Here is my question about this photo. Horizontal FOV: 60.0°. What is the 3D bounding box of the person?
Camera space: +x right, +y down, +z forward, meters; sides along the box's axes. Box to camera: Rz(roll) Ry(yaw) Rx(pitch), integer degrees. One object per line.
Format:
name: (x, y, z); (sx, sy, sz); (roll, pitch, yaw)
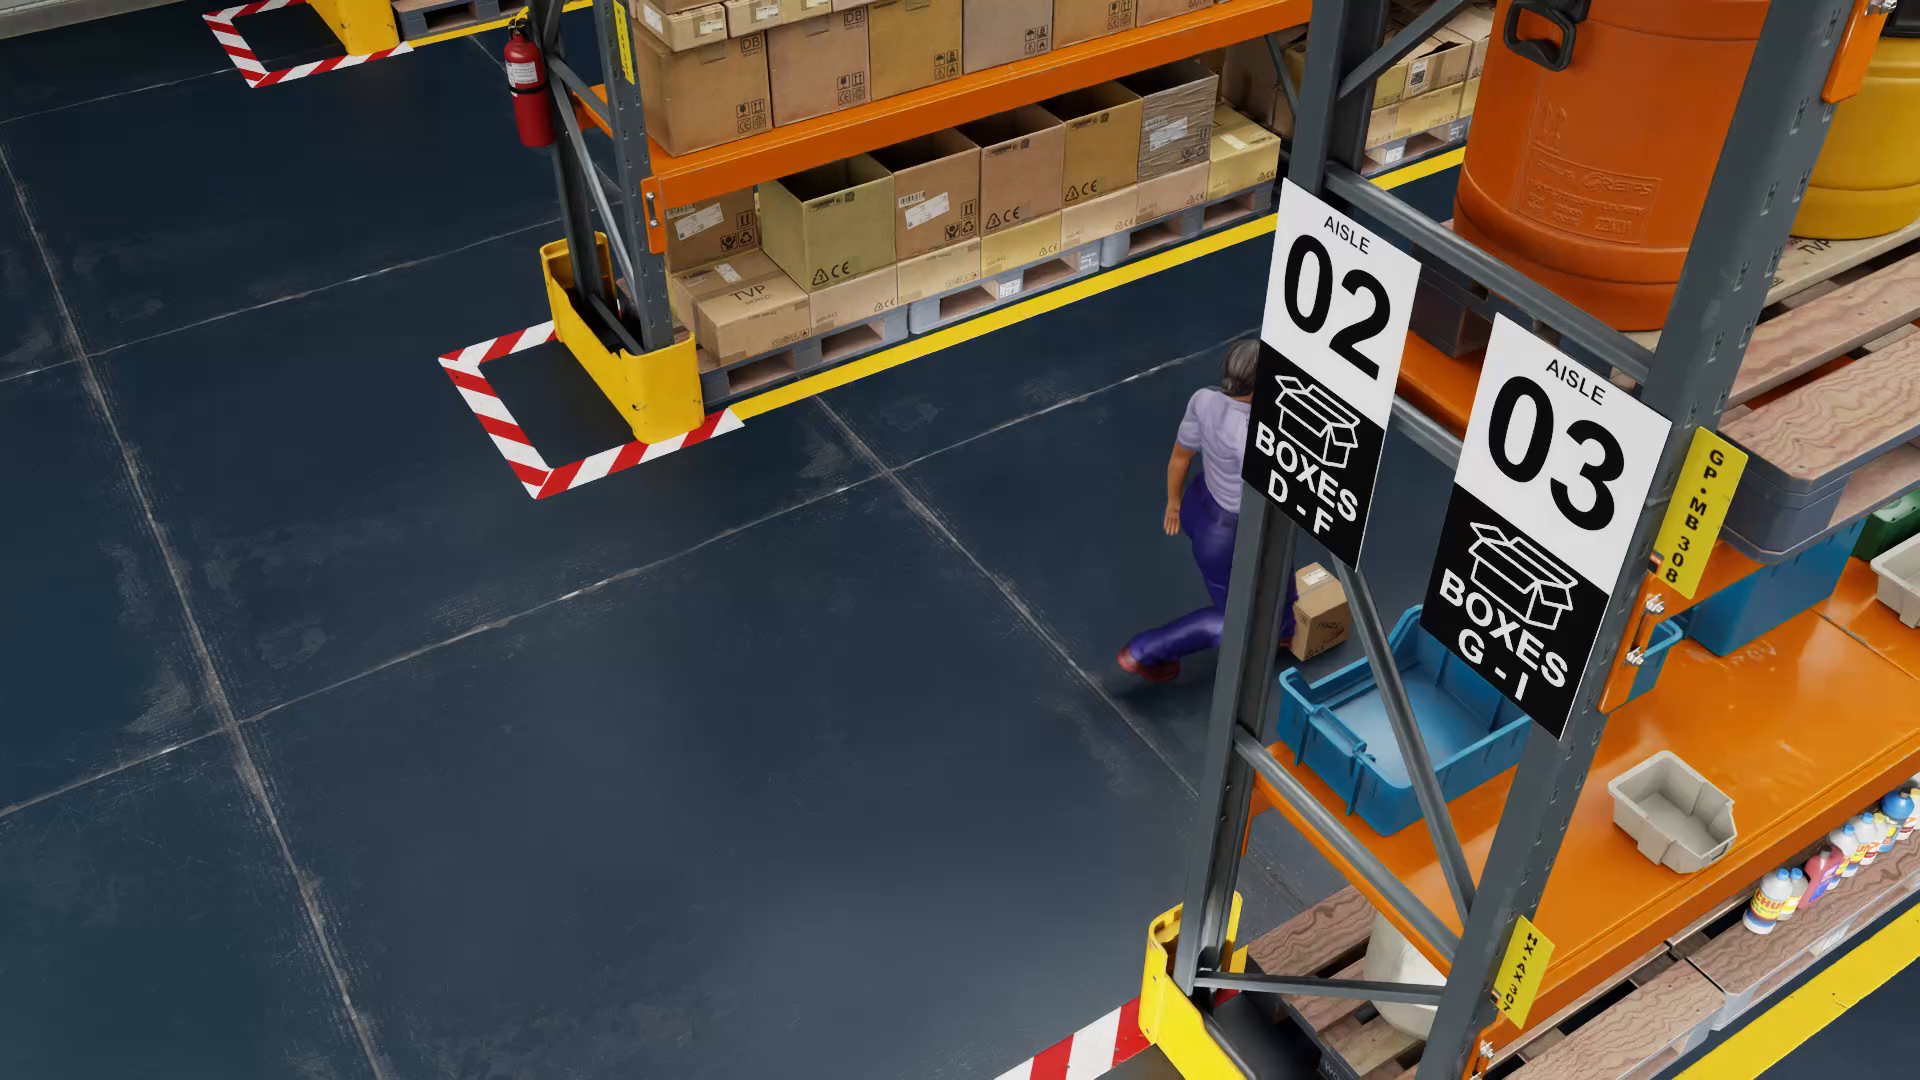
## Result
person: (1.149, -0.049, 6.275); (0.513, 1.716, 0.544); (-23, 46, -24)
